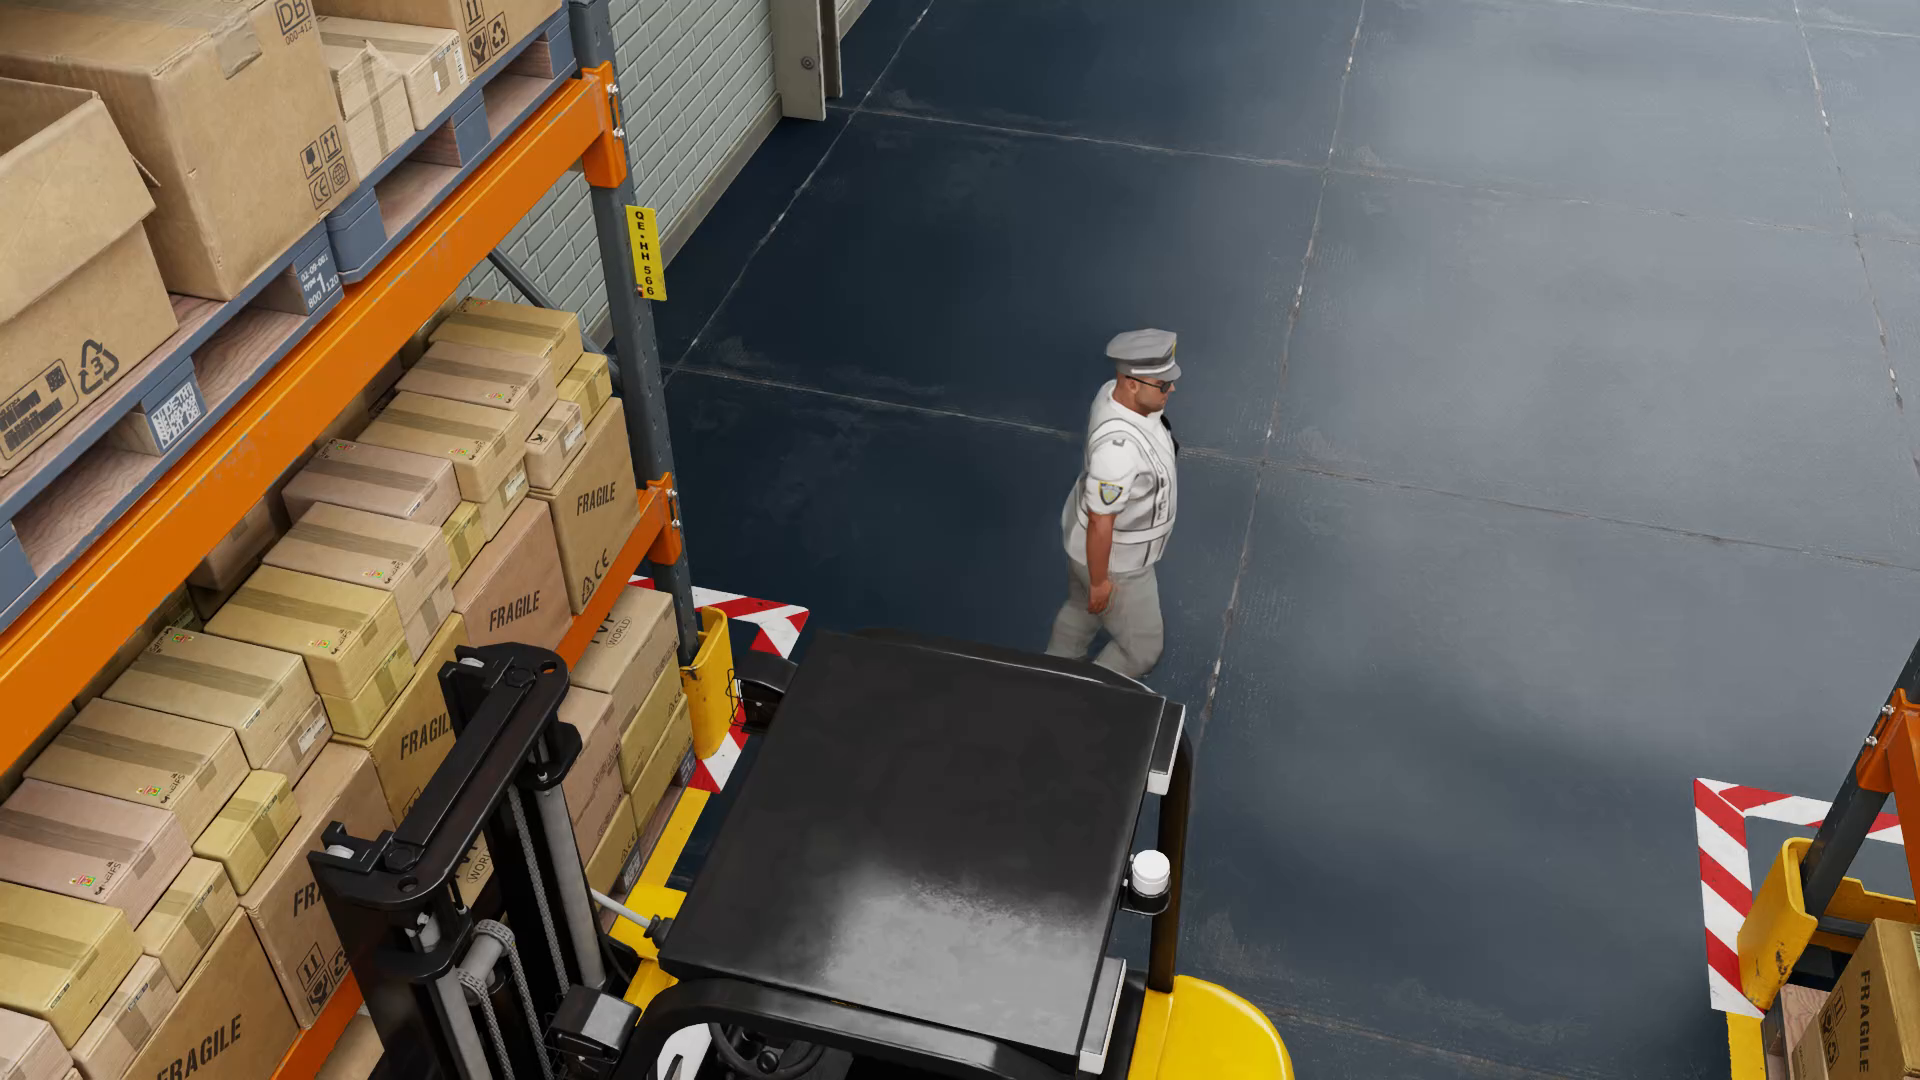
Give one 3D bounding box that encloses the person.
[{"bbox_3d":[0.545,0.033,6.115,0.487,1.785,0.619,1,41,1],"label":"person"}]
